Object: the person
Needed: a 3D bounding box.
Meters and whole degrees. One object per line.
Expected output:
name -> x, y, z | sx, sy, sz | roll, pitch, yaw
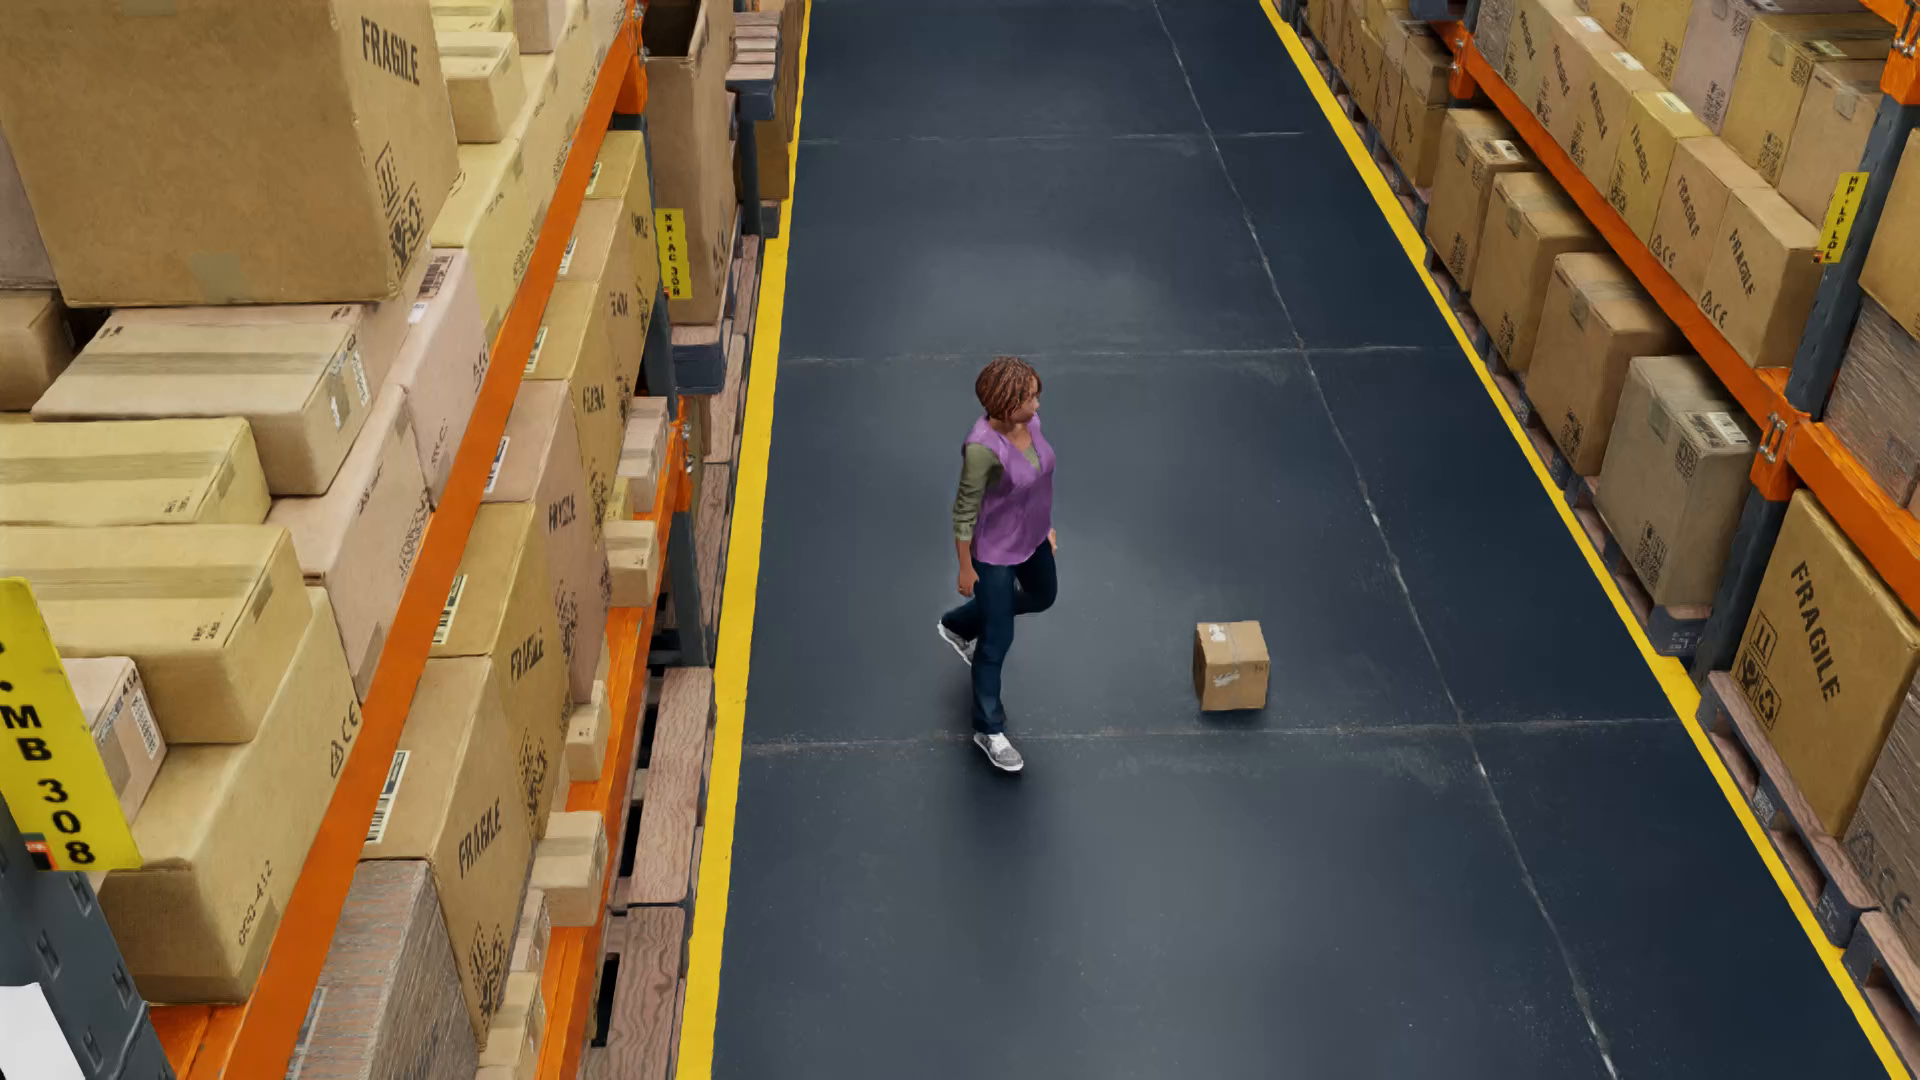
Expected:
person -> 0.105, 0.026, 6.092 | 0.575, 1.589, 0.546 | 19, 40, 24
